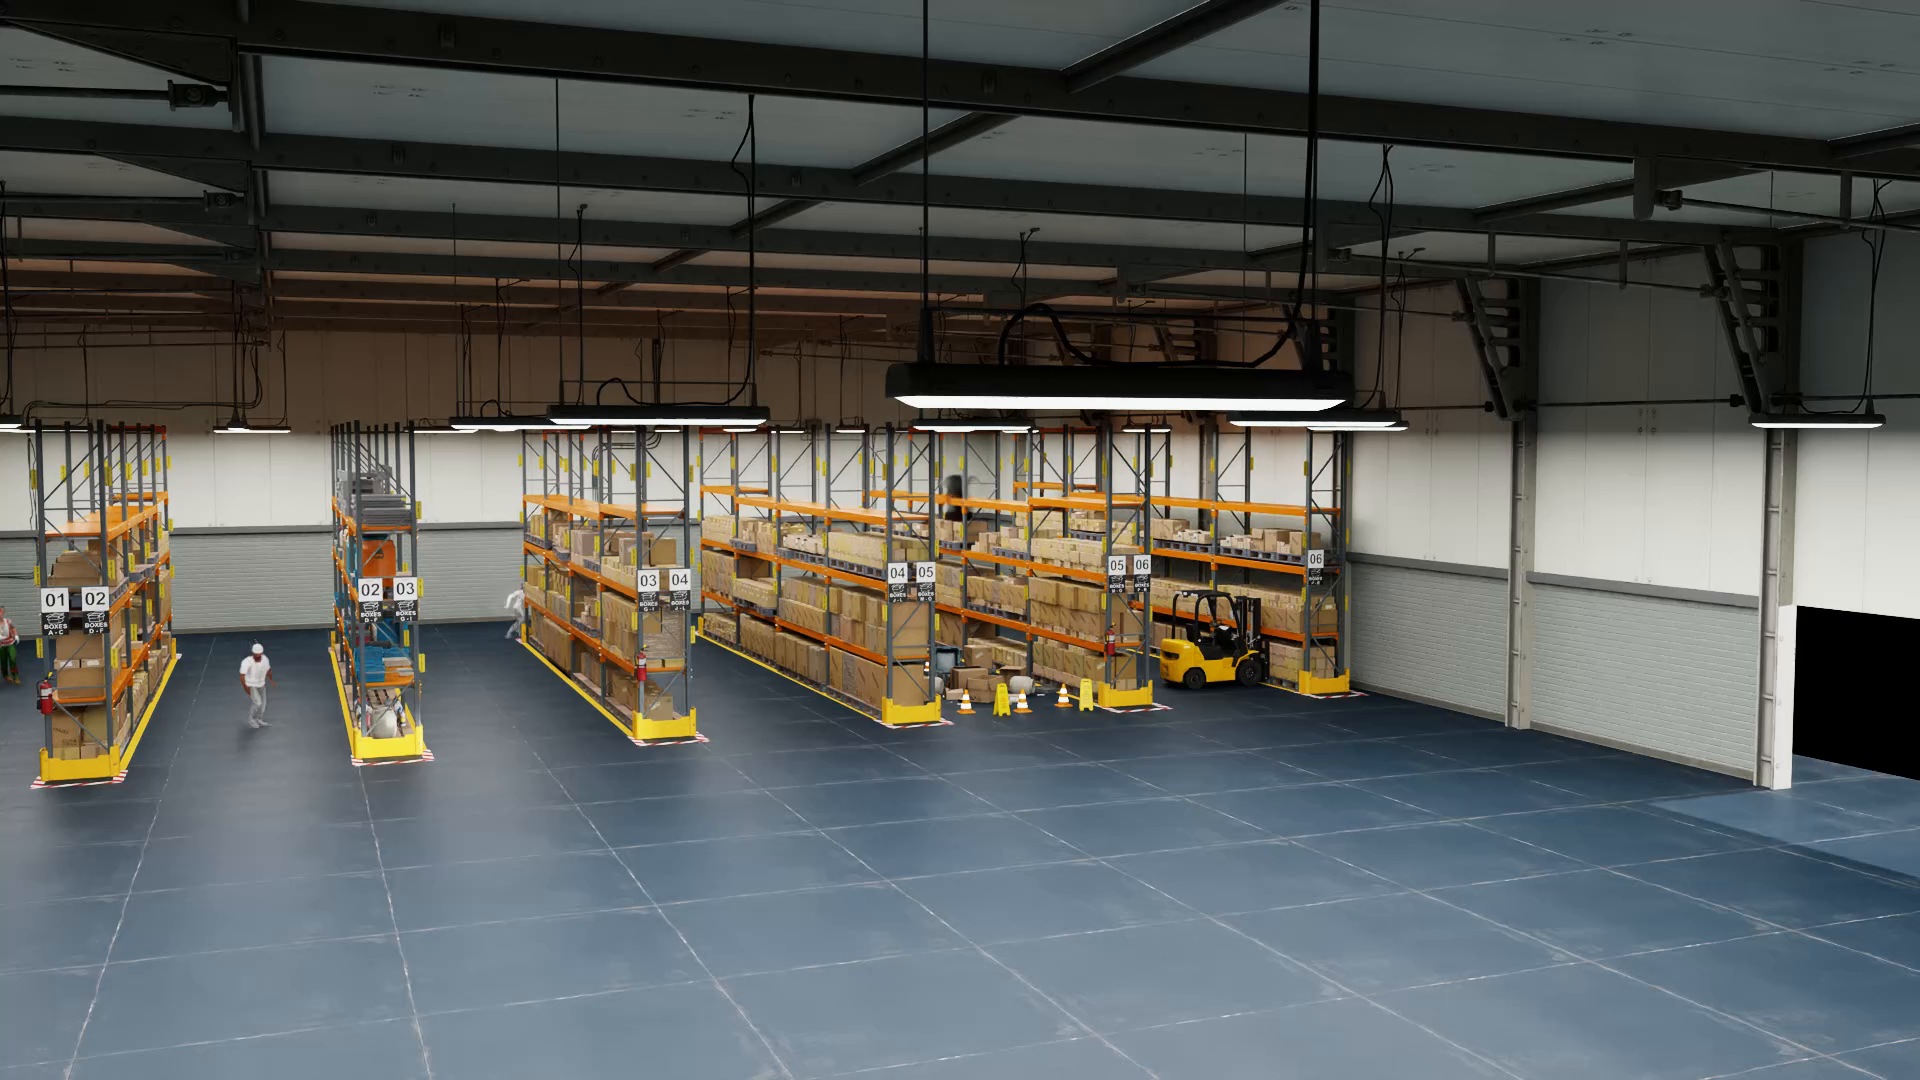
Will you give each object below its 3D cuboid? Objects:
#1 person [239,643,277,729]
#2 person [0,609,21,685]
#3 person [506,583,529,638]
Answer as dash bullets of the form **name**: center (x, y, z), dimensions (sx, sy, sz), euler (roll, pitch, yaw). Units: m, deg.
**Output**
- **person**: center (-13.763, 2.846, 32.556), dimensions (0.612, 1.694, 0.697), euler (2, 4, 25)
- **person**: center (-21.944, 2.428, 38.124), dimensions (0.674, 1.755, 0.962), euler (-3, 5, -42)
- **person**: center (-12.503, 1.979, 47.328), dimensions (0.649, 1.578, 0.780), euler (2, 4, 27)
